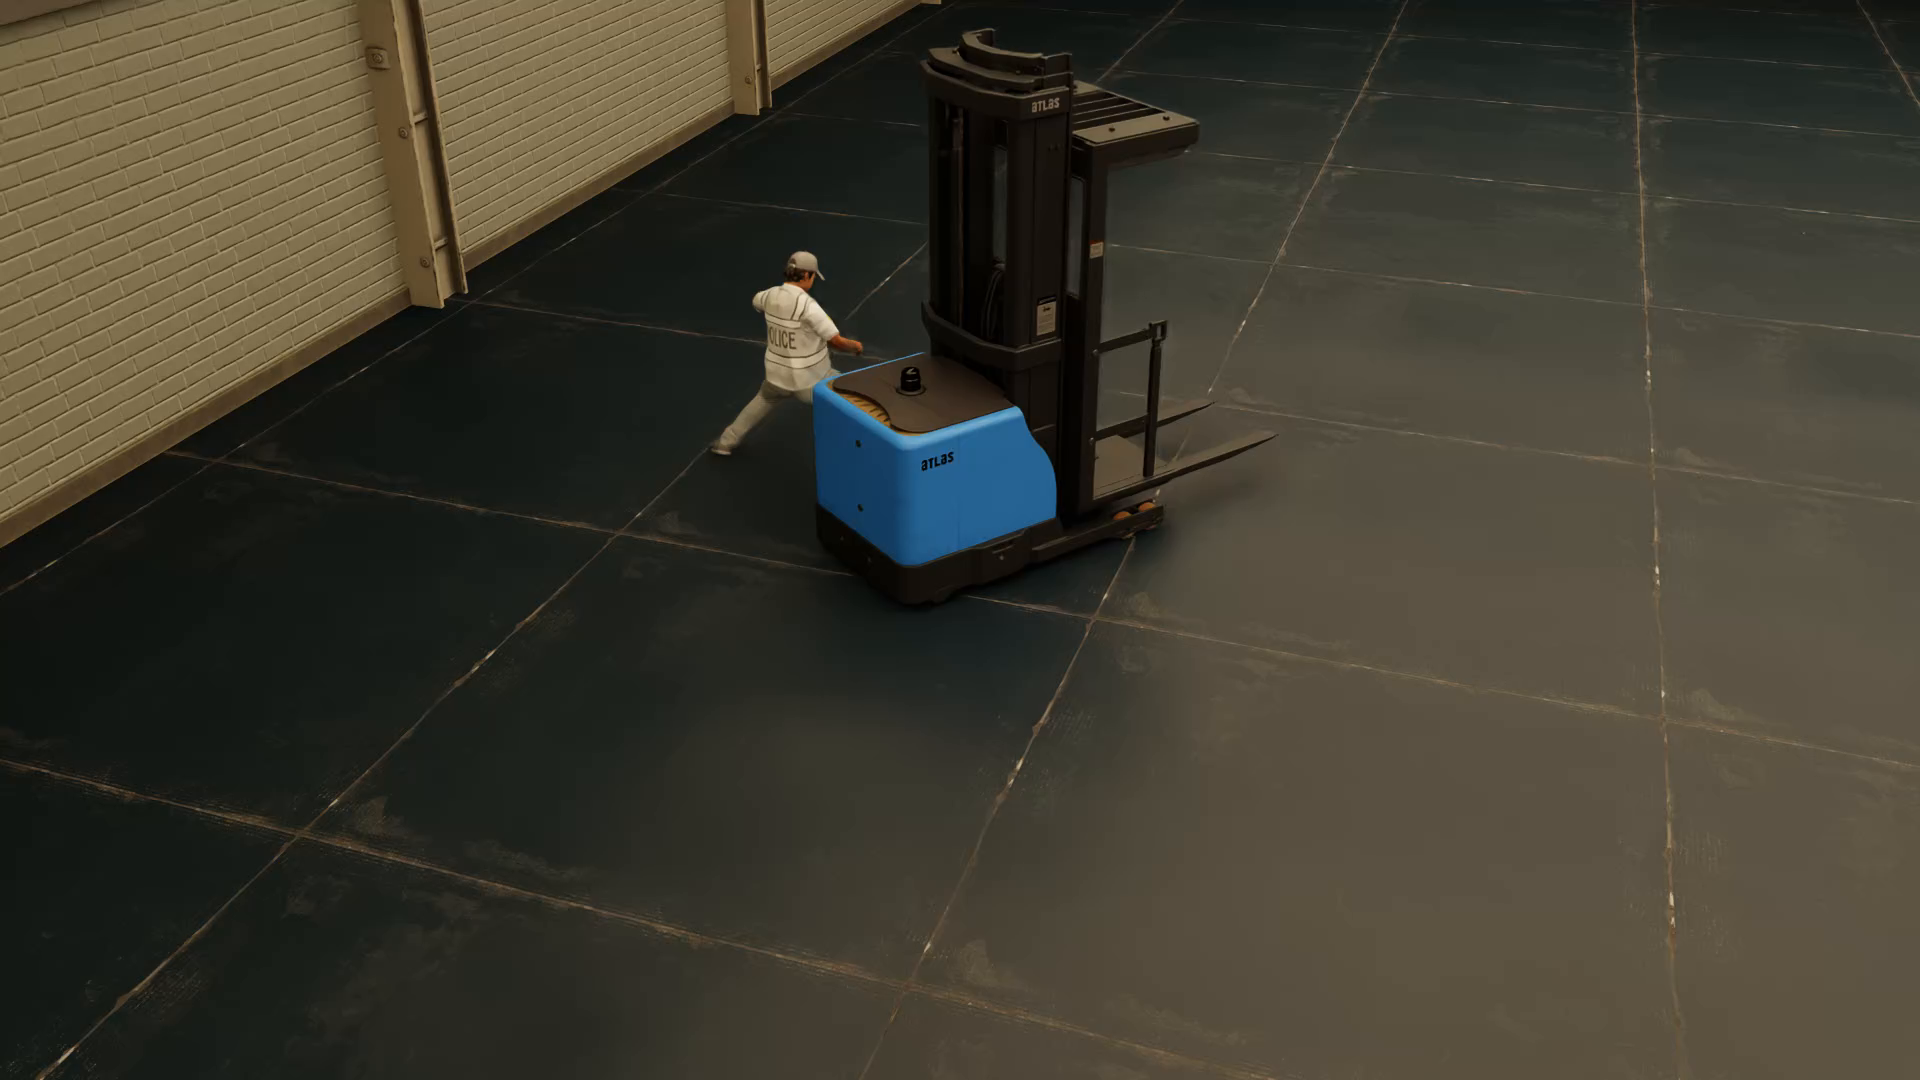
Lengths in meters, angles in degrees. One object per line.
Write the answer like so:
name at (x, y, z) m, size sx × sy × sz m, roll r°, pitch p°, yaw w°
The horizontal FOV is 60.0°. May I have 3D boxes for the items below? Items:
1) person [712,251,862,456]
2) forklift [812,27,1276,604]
person at (-0.981, -1.168, 10.664) m, size 1.207 × 1.467 × 0.908 m, roll 21°, pitch 36°, yaw 33°
forklift at (0.637, -1.474, 9.722) m, size 3.031 × 2.935 × 1.130 m, roll -19°, pitch 35°, yaw -30°
